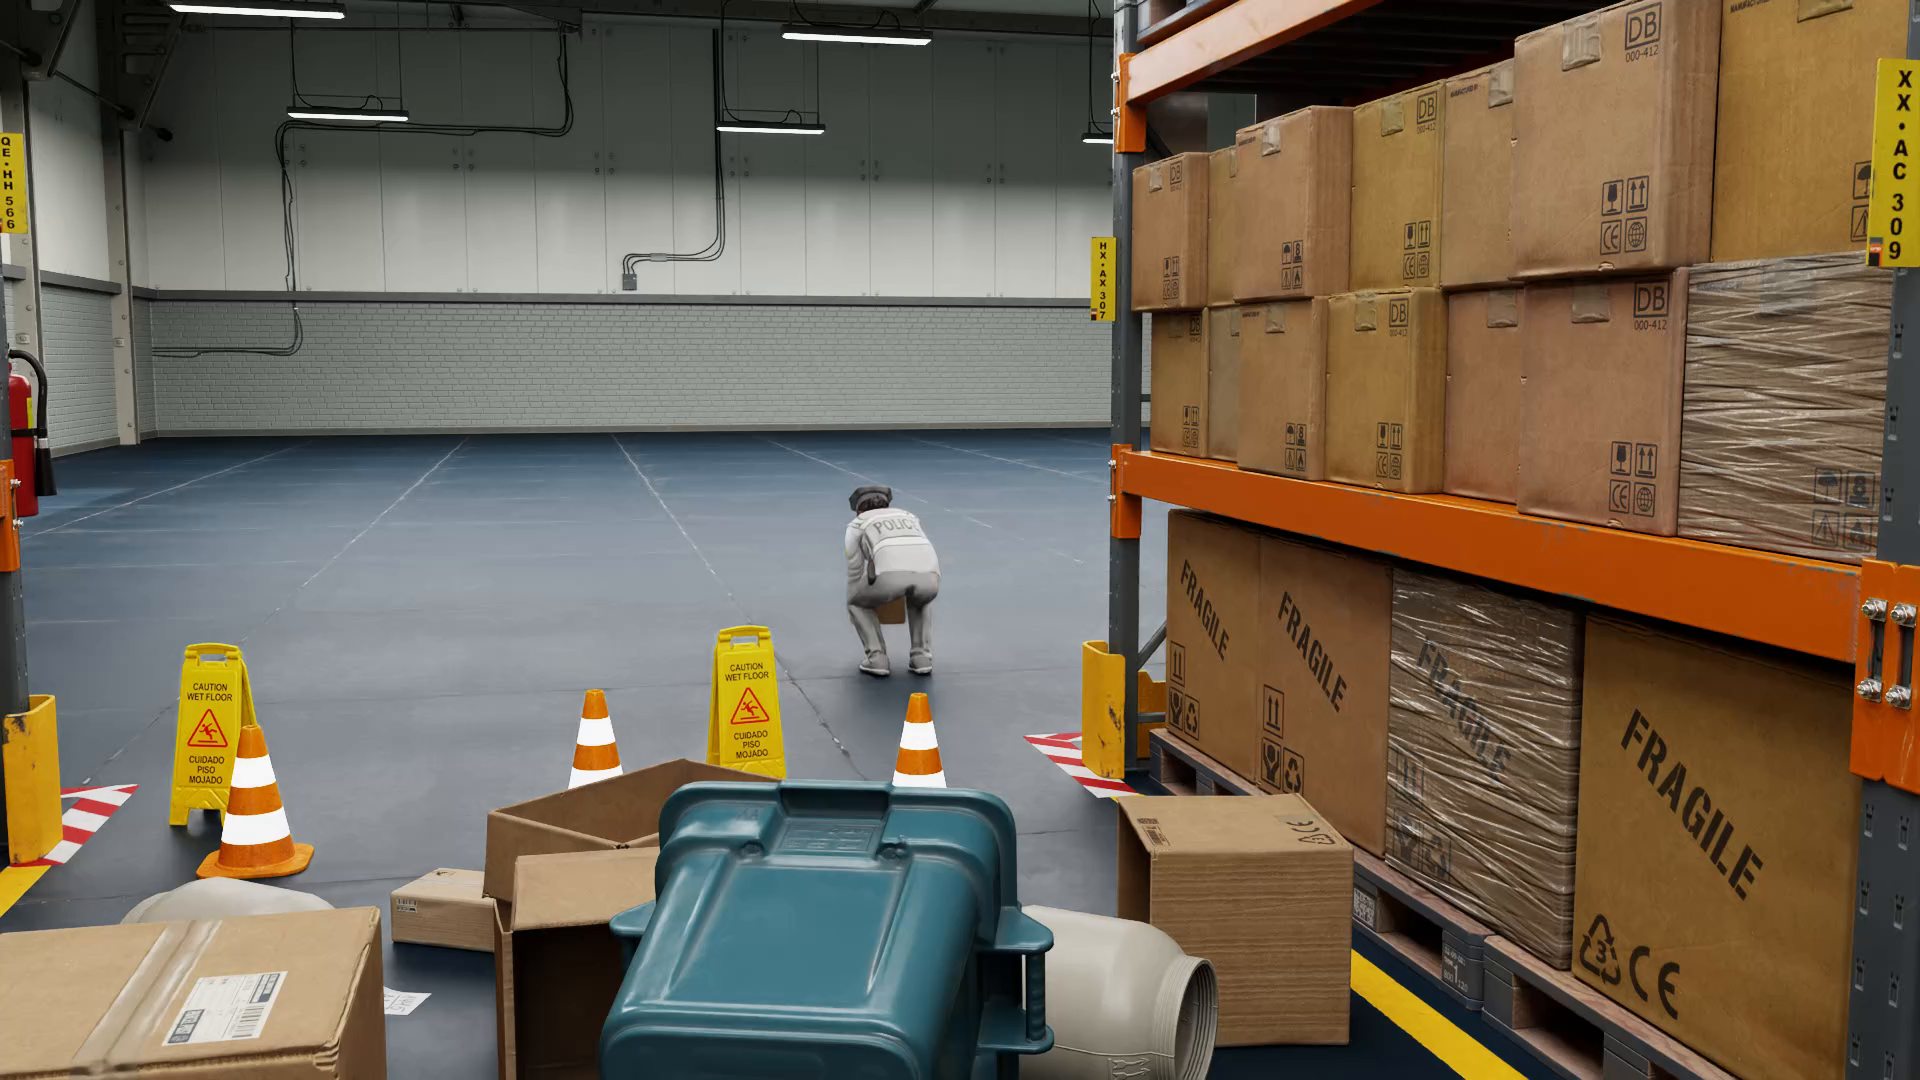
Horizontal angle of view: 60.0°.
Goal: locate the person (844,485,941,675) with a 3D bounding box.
[{"bbox_3d":[-0.373,0.210,8.963,0.457,0.979,0.869,-2,6,-15],"label":"person"}]
